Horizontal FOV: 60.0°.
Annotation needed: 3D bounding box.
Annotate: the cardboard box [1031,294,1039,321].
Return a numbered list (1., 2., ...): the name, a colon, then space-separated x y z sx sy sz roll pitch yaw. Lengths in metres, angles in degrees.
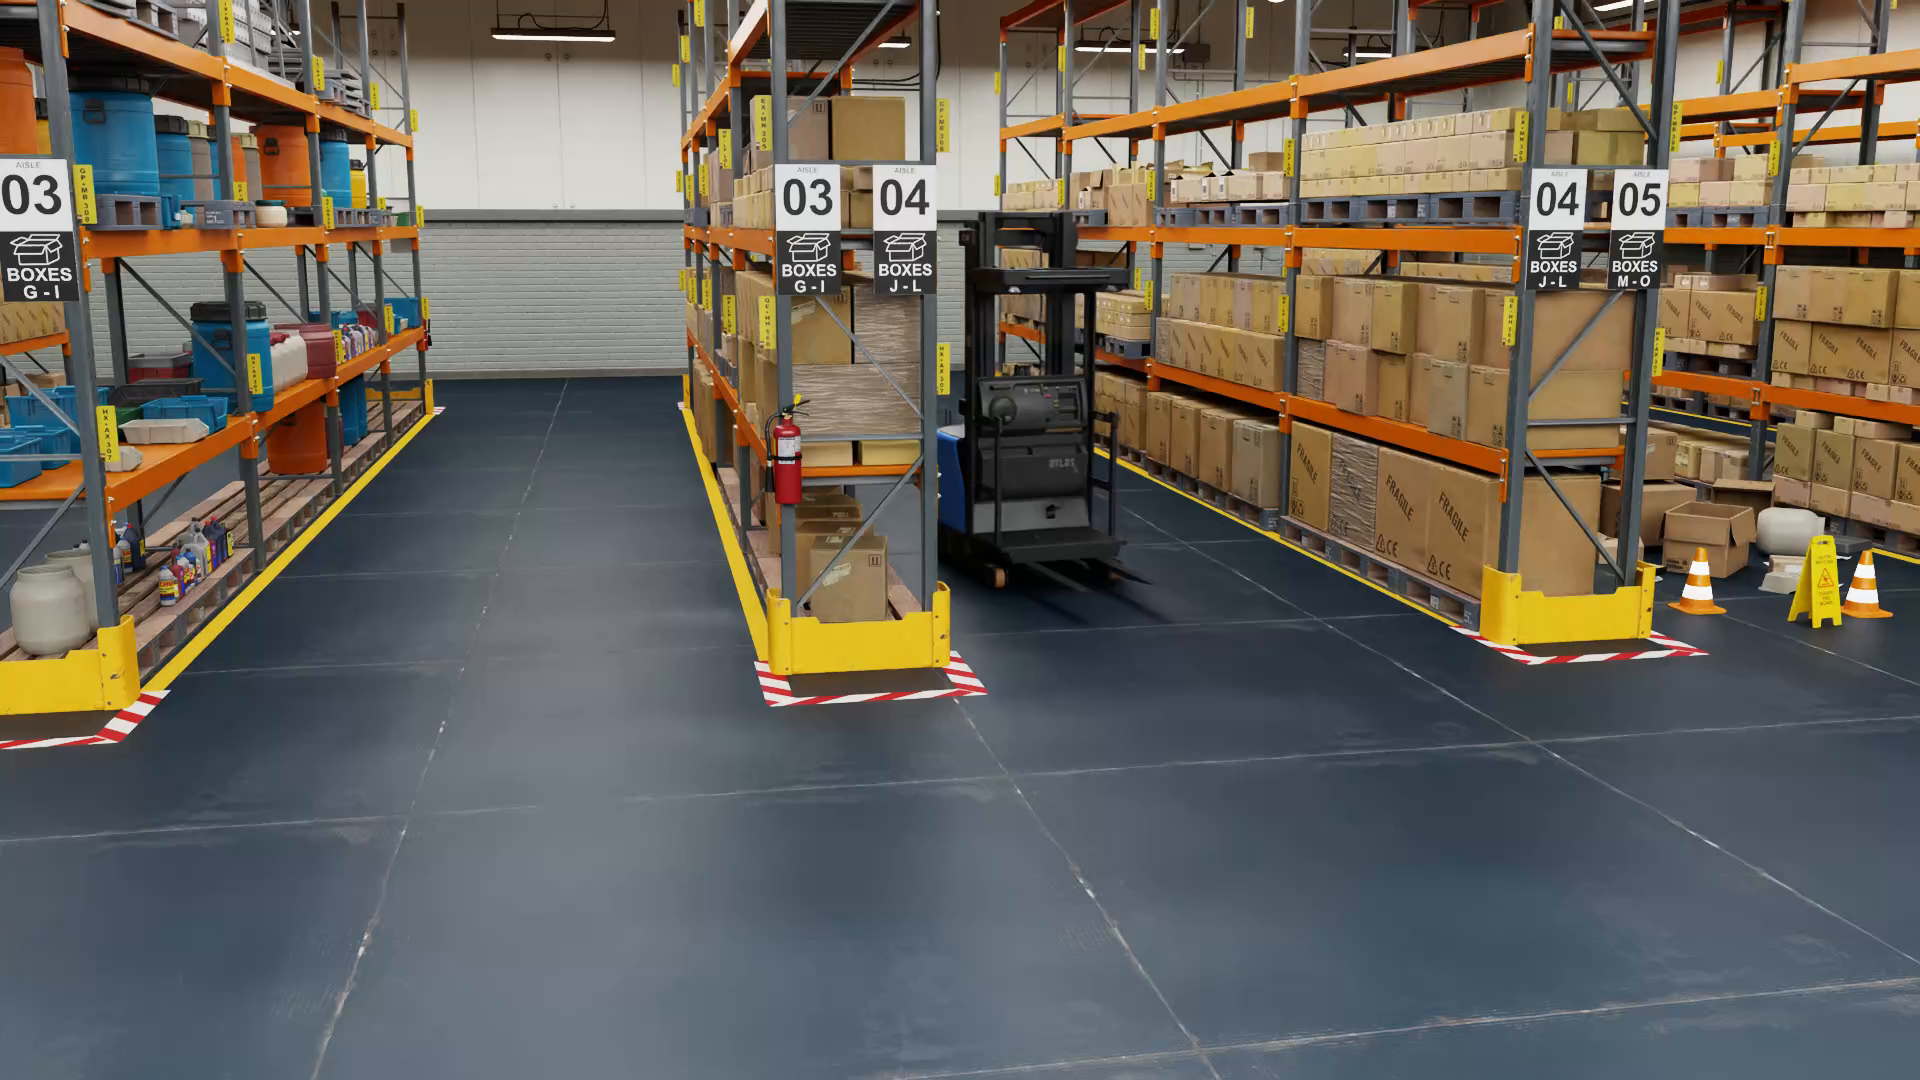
1. cardboard box: 1.338 -3.467 24.328 0.500 0.500 0.500 -2 11 -11

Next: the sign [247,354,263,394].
1. sign: -5.741 -1.352 13.536 0.100 0.325 0.005 -2 11 -11

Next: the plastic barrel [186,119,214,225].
1. plastic barrel: -6.722 -3.123 14.219 0.600 0.901 0.600 0 11 0

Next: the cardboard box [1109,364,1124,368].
1. cardboard box: 2.297 -2.226 22.428 0.500 0.250 0.500 -2 11 -13

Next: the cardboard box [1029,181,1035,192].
1. cardboard box: 1.229 -5.178 24.353 0.380 0.149 0.250 -2 11 -12

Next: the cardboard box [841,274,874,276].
1. cardboard box: -0.873 -1.808 12.938 0.500 0.500 0.500 -2 11 -11

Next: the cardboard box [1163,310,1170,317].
1. cardboard box: 2.675 -2.697 20.096 0.380 0.149 0.250 -2 11 -13

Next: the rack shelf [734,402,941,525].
1. rack shelf: -1.036 -0.658 12.554 1.077 0.370 4.000 -2 11 -11

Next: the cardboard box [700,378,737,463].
1. cardboard box: -2.317 -1.401 19.096 1.225 0.875 0.875 -3 11 -14

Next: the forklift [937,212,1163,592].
1. forklift: 0.672 -1.139 13.339 1.130 2.935 3.031 -4 11 -19

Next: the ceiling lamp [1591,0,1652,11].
1. ceiling lamp: 9.615 -8.968 22.634 0.800 3.185 2.000 -2 11 -11

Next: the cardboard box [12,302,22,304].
1. cardboard box: -12.816 -3.406 22.128 0.500 0.500 0.500 -2 11 -9

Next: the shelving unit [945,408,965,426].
1. shelving unit: 0.003 -0.587 15.070 0.258 1.200 0.189 -2 11 -11

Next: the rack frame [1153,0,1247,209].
1. rack frame: 2.682 -5.220 18.557 1.000 3.000 0.127 -2 11 -11

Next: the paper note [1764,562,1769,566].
1. paper note: 6.919 0.197 14.109 0.148 0.019 0.142 2 11 9

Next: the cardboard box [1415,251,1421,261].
1. cardboard box: 6.868 -4.178 24.450 0.380 0.149 0.250 -2 11 -10

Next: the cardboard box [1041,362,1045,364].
1. cardboard box: 1.478 -2.751 26.537 0.380 0.149 0.250 -2 11 -10

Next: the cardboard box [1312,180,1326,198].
1. cardboard box: 3.250 -3.019 14.293 0.380 0.149 0.250 -2 11 -11

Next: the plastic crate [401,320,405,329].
1. plastic crate: -8.239 -3.102 24.016 0.396 0.136 0.243 -2 11 -11

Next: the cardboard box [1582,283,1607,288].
1. cardboard box: 7.487 -2.687 19.106 0.500 0.500 0.500 -2 11 -8

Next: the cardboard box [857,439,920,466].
1. cardboard box: -0.468 -0.582 10.903 0.380 0.149 0.250 -2 11 -11

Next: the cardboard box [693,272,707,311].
1. cardboard box: -3.332 -3.361 22.430 0.500 0.500 0.500 -2 11 -9

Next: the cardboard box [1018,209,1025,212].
1. cardboard box: 1.174 -4.858 25.077 0.500 0.250 0.500 -2 11 -13

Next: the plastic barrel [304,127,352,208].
1. plastic barrel: -7.357 -4.284 19.194 0.600 0.901 0.708 -2 11 -11

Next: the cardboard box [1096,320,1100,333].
1. cardboard box: 1.891 -2.665 20.727 0.380 0.149 0.250 -2 11 -9

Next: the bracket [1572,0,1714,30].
1. bracket: 11.427 -8.798 27.728 0.076 0.066 4.783 -2 11 -11

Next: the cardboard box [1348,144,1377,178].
1. cardboard box: 3.479 -3.056 13.424 0.500 0.250 0.500 -2 11 -12

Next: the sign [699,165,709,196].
1. sign: -2.749 -3.859 17.834 0.100 0.325 0.005 -2 11 -11

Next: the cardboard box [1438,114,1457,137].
1. cardboard box: 3.691 -2.993 12.026 0.380 0.149 0.250 -2 11 -10

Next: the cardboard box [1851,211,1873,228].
1. cardboard box: 8.278 -2.884 14.973 0.380 0.149 0.250 -2 11 -9

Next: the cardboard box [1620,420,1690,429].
1. cardboard box: 7.769 -1.148 19.112 0.950 0.372 0.625 -2 11 -12

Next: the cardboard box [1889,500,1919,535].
1. cardboard box: 8.453 -0.190 14.402 0.500 0.250 0.500 -3 11 -13

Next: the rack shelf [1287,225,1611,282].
1. rack shelf: 3.849 -2.293 13.124 1.077 0.370 4.000 -2 11 -11

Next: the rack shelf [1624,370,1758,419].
1. rack shelf: 7.907 -1.752 18.302 1.077 0.370 4.000 -2 11 -11

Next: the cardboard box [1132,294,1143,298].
1. cardboard box: 2.426 -3.077 21.296 0.380 0.149 0.250 -3 11 -14

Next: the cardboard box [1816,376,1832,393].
1. cardboard box: 8.224 -1.453 15.482 0.380 0.149 0.250 -2 11 -11

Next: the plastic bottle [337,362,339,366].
1. plastic bottle: -6.918 -2.046 18.258 0.152 0.276 0.135 -2 11 -11

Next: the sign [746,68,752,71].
1. sign: -3.224 -7.041 25.411 0.100 0.325 0.005 -2 11 -11

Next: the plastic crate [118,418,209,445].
1. plastic crate: -5.719 -0.780 11.976 0.530 0.136 0.437 -2 11 -11

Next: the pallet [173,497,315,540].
1. pallet: -6.715 -0.195 15.655 1.003 0.211 1.213 -2 11 -11

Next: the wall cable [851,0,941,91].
1. wall cable: -1.478 -9.269 31.222 2.277 5.999 0.120 -2 11 -11

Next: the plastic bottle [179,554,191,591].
1. plastic bottle: -5.638 0.235 12.060 0.097 0.271 0.097 0 11 0

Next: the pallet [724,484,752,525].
1. pallet: -1.818 -0.375 16.602 1.003 0.211 1.213 -2 11 -11

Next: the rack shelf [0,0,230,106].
1. rack shelf: -5.894 -3.228 11.084 1.077 0.370 4.000 -2 11 -11

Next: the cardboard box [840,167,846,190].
1. cardboard box: -0.943 -2.332 10.737 0.380 0.149 0.250 -2 11 -13

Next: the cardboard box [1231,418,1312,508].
1. cardboard box: 3.251 -0.751 16.016 1.050 0.750 0.750 -2 11 -11

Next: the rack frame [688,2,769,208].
1. rack frame: -2.981 -5.792 21.562 1.000 3.000 0.127 -2 11 -11

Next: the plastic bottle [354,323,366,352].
1. plastic bottle: -7.303 -2.450 20.179 0.144 0.351 0.185 -2 11 -11

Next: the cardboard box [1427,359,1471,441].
1. cardboard box: 3.993 -1.046 12.270 0.875 0.550 0.550 -2 11 -11

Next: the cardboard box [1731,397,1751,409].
1. cardboard box: 11.595 -2.171 24.142 0.500 0.500 0.500 -2 11 -12

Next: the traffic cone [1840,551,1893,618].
1. traffic cone: 6.702 0.312 12.318 0.336 0.463 0.334 -2 11 -11

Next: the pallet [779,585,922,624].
1. pallet: -0.785 0.561 11.683 1.003 0.211 1.213 -2 11 -11

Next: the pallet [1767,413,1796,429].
1. pallet: 12.044 -1.645 23.274 1.003 0.211 1.213 -2 11 -11

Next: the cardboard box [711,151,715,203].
1. cardboard box: -2.269 -3.691 16.940 0.500 0.500 0.500 -2 11 -11

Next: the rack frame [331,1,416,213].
1. rack frame: -8.617 -6.346 24.470 1.000 3.000 0.127 -2 11 -11

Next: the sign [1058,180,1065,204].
1. sign: 1.373 -4.713 22.533 0.100 0.325 0.005 -2 11 -11

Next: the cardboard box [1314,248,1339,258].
1. cardboard box: 5.887 -4.578 26.550 0.380 0.149 0.250 -2 11 -13
